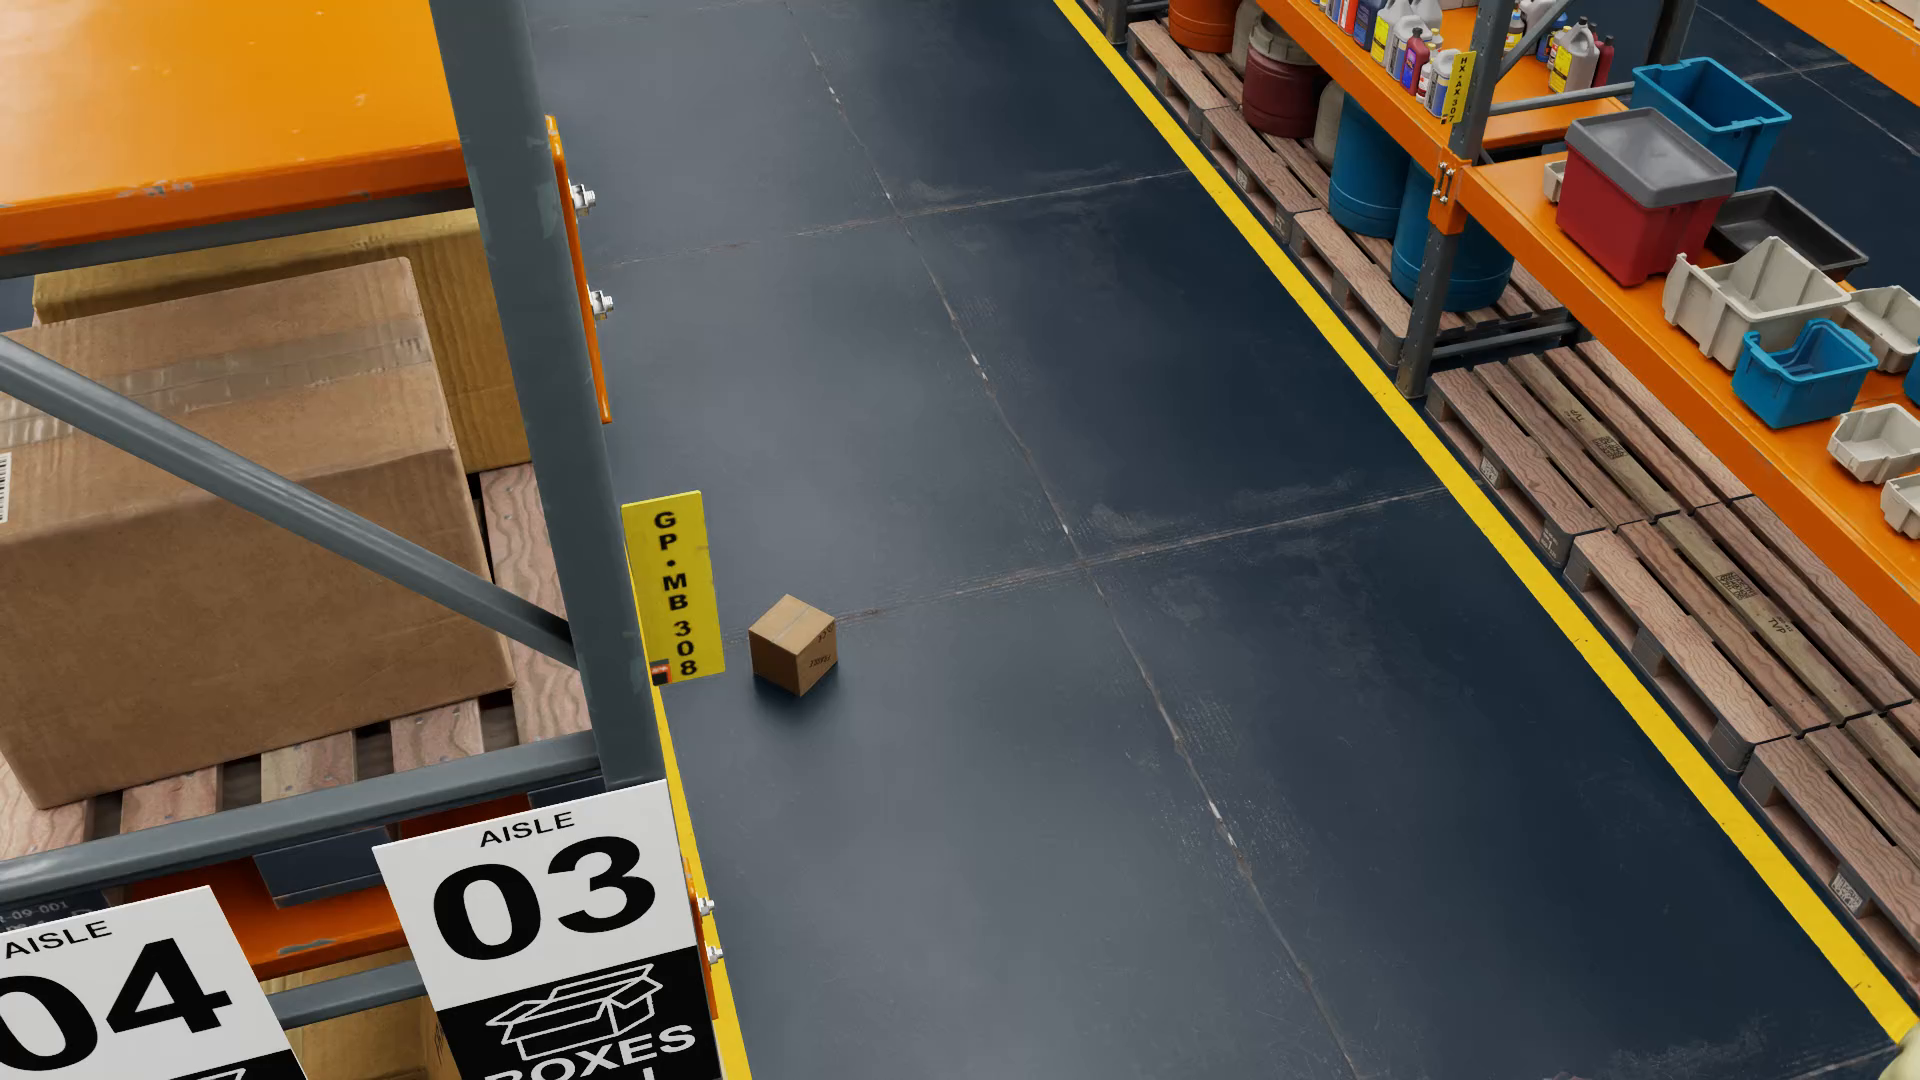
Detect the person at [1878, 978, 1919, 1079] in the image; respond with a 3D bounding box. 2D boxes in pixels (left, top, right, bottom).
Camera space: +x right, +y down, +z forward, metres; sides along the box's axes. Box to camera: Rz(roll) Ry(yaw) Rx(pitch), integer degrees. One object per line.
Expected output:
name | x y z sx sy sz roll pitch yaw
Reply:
person | 2.499 1.620 4.384 0.469 1.616 0.463 -32 51 -30
